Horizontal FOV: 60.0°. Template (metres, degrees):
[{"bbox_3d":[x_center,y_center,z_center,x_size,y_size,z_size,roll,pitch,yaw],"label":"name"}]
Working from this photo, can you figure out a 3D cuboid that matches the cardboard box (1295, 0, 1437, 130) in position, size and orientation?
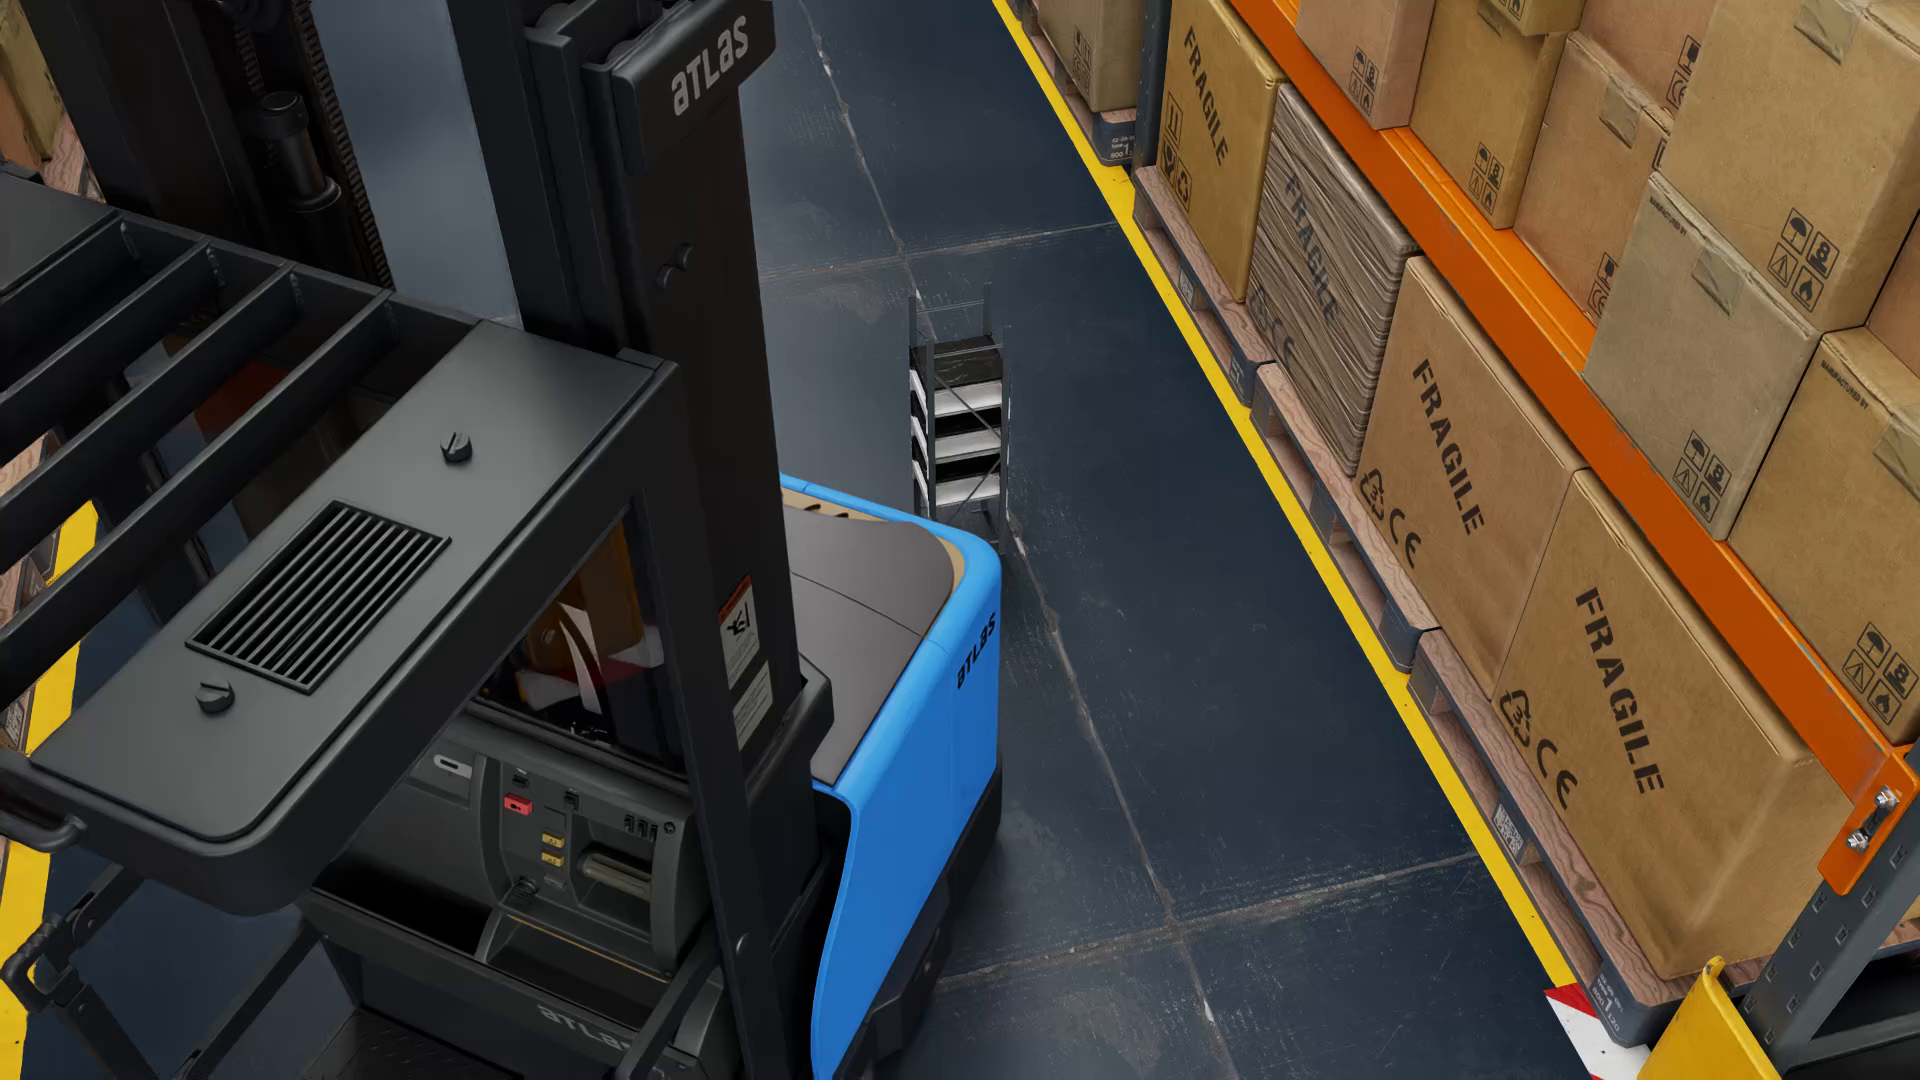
[{"bbox_3d":[1.473,-1.570,4.583,0.875,0.550,0.550,-11,47,-10],"label":"cardboard box"}]

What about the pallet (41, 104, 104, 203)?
[{"bbox_3d":[-3.841,-1.264,6.341,1.003,0.211,1.213,-11,47,-10],"label":"pallet"}]

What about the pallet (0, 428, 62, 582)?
[{"bbox_3d":[-3.435,-0.269,5.366,1.003,0.211,1.213,-11,47,-10],"label":"pallet"}]

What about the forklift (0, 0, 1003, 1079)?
[{"bbox_3d":[-0.952,0.552,2.657,1.130,2.935,3.031,18,48,17],"label":"forklift"}]

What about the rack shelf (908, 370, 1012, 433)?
[{"bbox_3d":[-0.002,-0.423,4.829,0.258,0.077,0.200,-11,47,-10],"label":"rack shelf"}]

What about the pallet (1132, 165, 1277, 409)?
[{"bbox_3d":[1.299,-1.024,6.106,1.003,0.211,1.213,-11,47,-10],"label":"pallet"}]

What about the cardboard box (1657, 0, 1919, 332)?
[{"bbox_3d":[1.916,-0.835,3.107,0.875,0.550,0.550,-11,47,-10],"label":"cardboard box"}]

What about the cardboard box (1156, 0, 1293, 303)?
[{"bbox_3d":[1.273,-1.496,5.809,0.875,0.875,0.875,-10,46,-10],"label":"cardboard box"}]

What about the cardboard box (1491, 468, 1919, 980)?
[{"bbox_3d":[1.966,0.363,3.988,0.875,0.875,0.875,-10,47,-10],"label":"cardboard box"}]

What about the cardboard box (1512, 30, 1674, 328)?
[{"bbox_3d":[1.881,-0.864,3.891,0.875,0.550,0.550,-11,47,-10],"label":"cardboard box"}]

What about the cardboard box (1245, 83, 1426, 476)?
[{"bbox_3d":[1.508,-0.874,5.200,0.875,0.875,0.875,-10,46,-10],"label":"cardboard box"}]

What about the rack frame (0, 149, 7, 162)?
[{"bbox_3d":[-3.641,-1.703,4.818,1.000,3.000,0.127,-11,47,-10],"label":"rack frame"}]

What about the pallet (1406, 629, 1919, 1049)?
[{"bbox_3d":[1.924,0.660,4.455,1.003,0.211,1.213,-11,47,-10],"label":"pallet"}]

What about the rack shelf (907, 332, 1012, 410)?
[{"bbox_3d":[-0.002,-0.486,4.765,0.258,0.077,0.200,-11,47,-10],"label":"rack shelf"}]

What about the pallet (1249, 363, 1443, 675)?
[{"bbox_3d":[1.615,-0.180,5.279,1.003,0.211,1.213,-11,47,-10],"label":"pallet"}]

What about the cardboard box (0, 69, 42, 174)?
[{"bbox_3d":[-3.777,-1.409,5.973,0.700,0.500,0.500,-14,47,-13],"label":"cardboard box"}]

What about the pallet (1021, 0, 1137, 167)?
[{"bbox_3d":[0.909,-2.083,7.143,1.003,0.211,1.213,-11,47,-10],"label":"pallet"}]

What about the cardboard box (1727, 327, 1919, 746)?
[{"bbox_3d":[2.065,-0.078,3.122,0.875,0.550,0.550,-11,47,-10],"label":"cardboard box"}]

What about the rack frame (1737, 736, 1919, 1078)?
[{"bbox_3d":[2.201,0.223,2.932,0.949,2.616,0.053,-11,47,-10],"label":"rack frame"}]

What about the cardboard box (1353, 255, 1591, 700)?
[{"bbox_3d":[1.739,-0.244,4.583,0.875,0.875,0.875,-11,47,-11],"label":"cardboard box"}]

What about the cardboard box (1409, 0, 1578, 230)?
[{"bbox_3d":[1.706,-1.222,4.242,0.875,0.550,0.500,-11,47,-10],"label":"cardboard box"}]

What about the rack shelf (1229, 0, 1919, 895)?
[{"bbox_3d":[1.692,-0.907,4.542,1.077,0.370,4.000,-11,47,-10],"label":"rack shelf"}]

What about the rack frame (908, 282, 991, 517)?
[{"bbox_3d":[-0.028,-0.391,5.003,0.240,0.900,0.006,-11,47,-10],"label":"rack frame"}]

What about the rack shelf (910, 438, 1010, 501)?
[{"bbox_3d":[-0.002,-0.234,5.022,0.258,0.077,0.200,-11,47,-10],"label":"rack shelf"}]

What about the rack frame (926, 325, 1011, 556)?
[{"bbox_3d":[0.024,-0.250,4.865,0.240,0.900,0.006,-11,47,-10],"label":"rack frame"}]

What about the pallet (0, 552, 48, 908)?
[{"bbox_3d":[-3.119,0.575,4.539,1.003,0.211,1.213,-11,47,-10],"label":"pallet"}]

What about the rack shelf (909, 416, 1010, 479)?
[{"bbox_3d":[-0.002,-0.297,4.958,0.258,0.077,0.200,-11,47,-10],"label":"rack shelf"}]

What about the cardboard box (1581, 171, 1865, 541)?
[{"bbox_3d":[1.903,-0.454,3.490,0.875,0.550,0.550,-11,47,-10],"label":"cardboard box"}]

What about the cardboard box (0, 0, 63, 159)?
[{"bbox_3d":[-3.881,-1.742,6.299,0.700,0.500,0.500,-11,47,-11],"label":"cardboard box"}]

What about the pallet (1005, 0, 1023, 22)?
[{"bbox_3d":[0.594,-2.926,7.970,1.003,0.211,1.213,-11,47,-10],"label":"pallet"}]

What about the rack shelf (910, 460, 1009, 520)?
[{"bbox_3d":[-0.002,-0.171,5.086,0.258,0.077,0.200,-11,47,-10],"label":"rack shelf"}]

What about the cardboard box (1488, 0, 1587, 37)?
[{"bbox_3d":[1.643,-1.588,3.845,0.875,0.550,0.500,-11,47,-10],"label":"cardboard box"}]

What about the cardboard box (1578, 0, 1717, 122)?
[{"bbox_3d":[1.904,-1.246,3.510,0.875,0.550,0.550,-11,47,-10],"label":"cardboard box"}]

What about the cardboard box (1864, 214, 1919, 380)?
[{"bbox_3d":[2.146,-0.472,2.751,0.875,0.550,0.550,-11,47,-10],"label":"cardboard box"}]

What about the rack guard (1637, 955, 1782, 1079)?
[{"bbox_3d":[2.210,1.114,3.809,1.175,0.500,0.348,-11,47,-10],"label":"rack guard"}]

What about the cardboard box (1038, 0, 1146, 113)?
[{"bbox_3d":[0.934,-2.311,6.696,1.050,0.750,0.750,-11,47,-11],"label":"cardboard box"}]

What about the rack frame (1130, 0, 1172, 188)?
[{"bbox_3d":[1.180,-2.540,5.639,1.000,3.000,0.127,-11,47,-10],"label":"rack frame"}]

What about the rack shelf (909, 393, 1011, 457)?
[{"bbox_3d":[-0.002,-0.360,4.894,0.258,0.077,0.200,-11,47,-10],"label":"rack shelf"}]

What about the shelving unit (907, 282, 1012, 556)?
[{"bbox_3d":[-0.002,-0.321,4.934,0.258,0.900,0.210,-11,47,-10],"label":"shelving unit"}]
